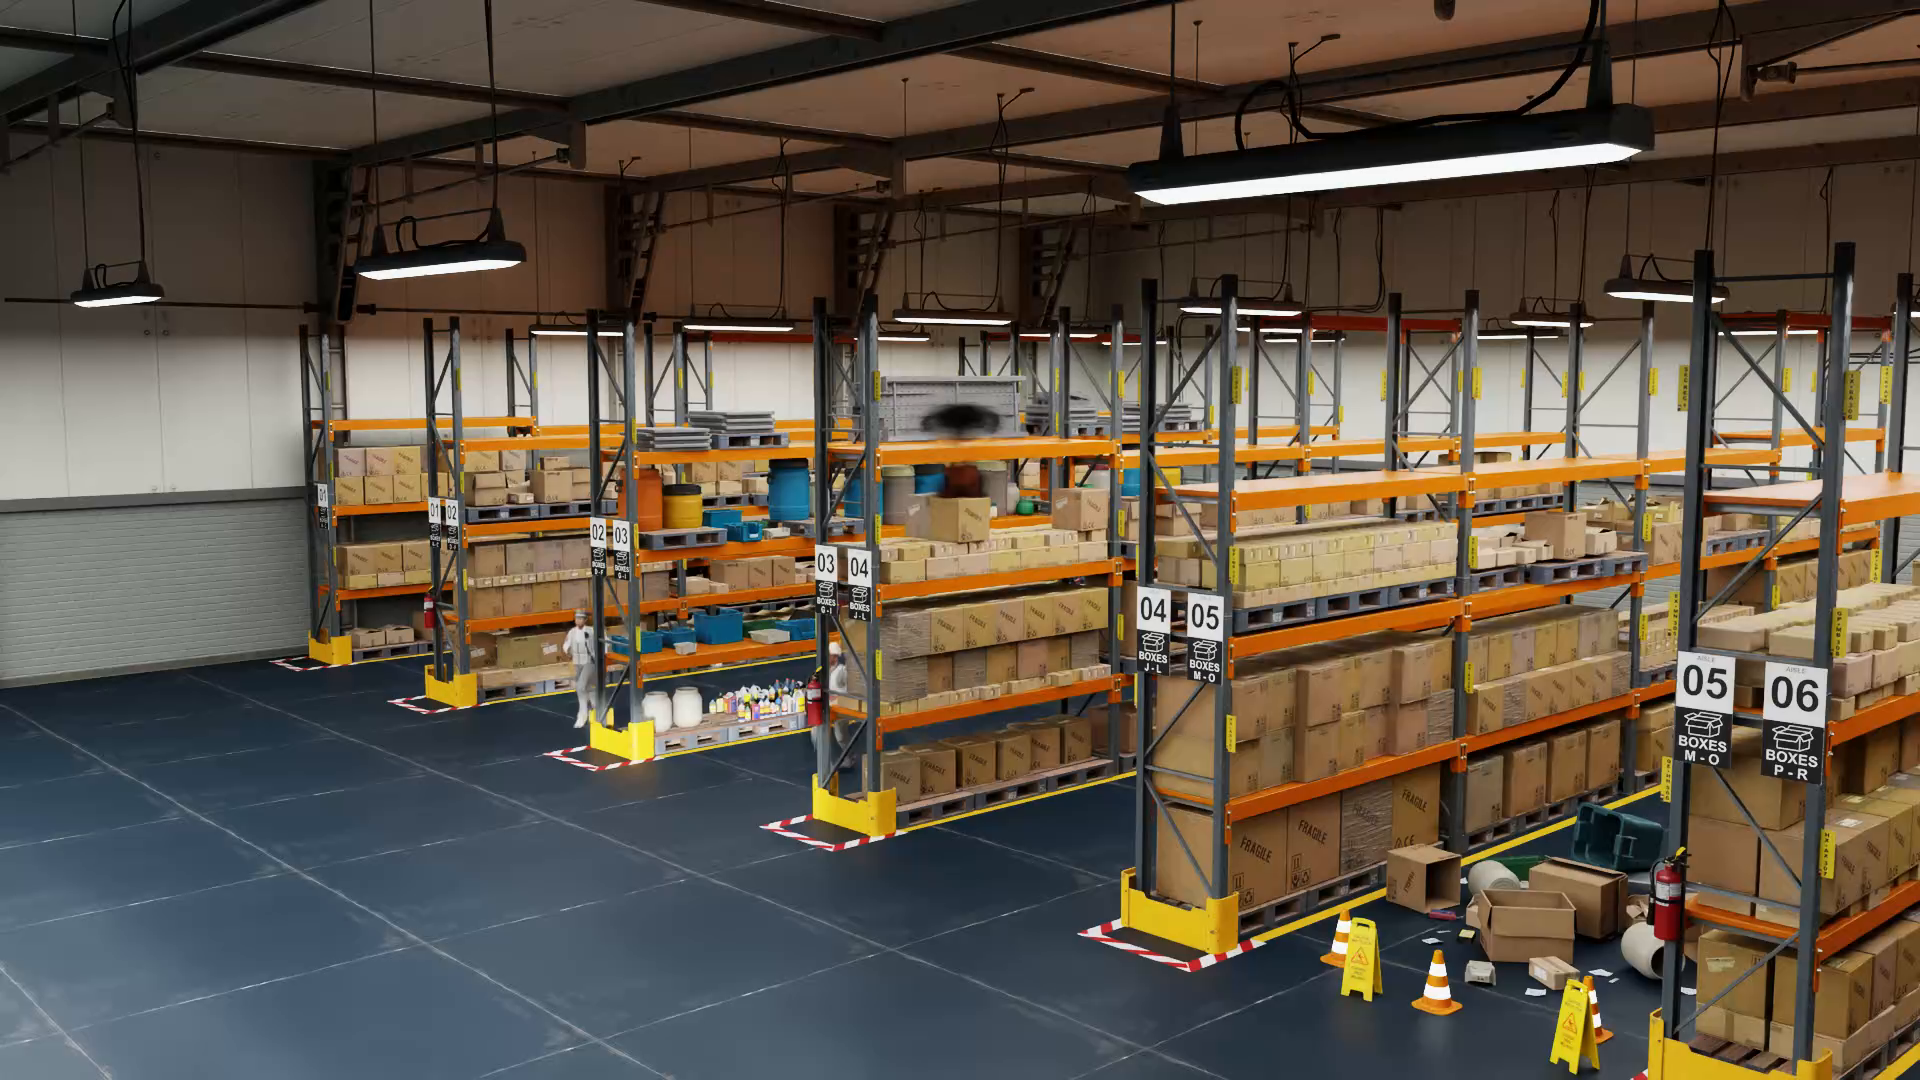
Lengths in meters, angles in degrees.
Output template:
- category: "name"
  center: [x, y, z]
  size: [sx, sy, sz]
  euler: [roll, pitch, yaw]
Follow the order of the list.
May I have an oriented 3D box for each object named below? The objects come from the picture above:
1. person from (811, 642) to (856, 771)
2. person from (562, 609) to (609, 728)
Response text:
- category: "person"
  center: [-1.543, 2.171, 21.286]
  size: [0.685, 1.793, 0.764]
  euler: [5, 8, 40]
- category: "person"
  center: [-5.512, 1.863, 24.412]
  size: [0.554, 1.740, 0.831]
  euler: [3, 6, 26]
